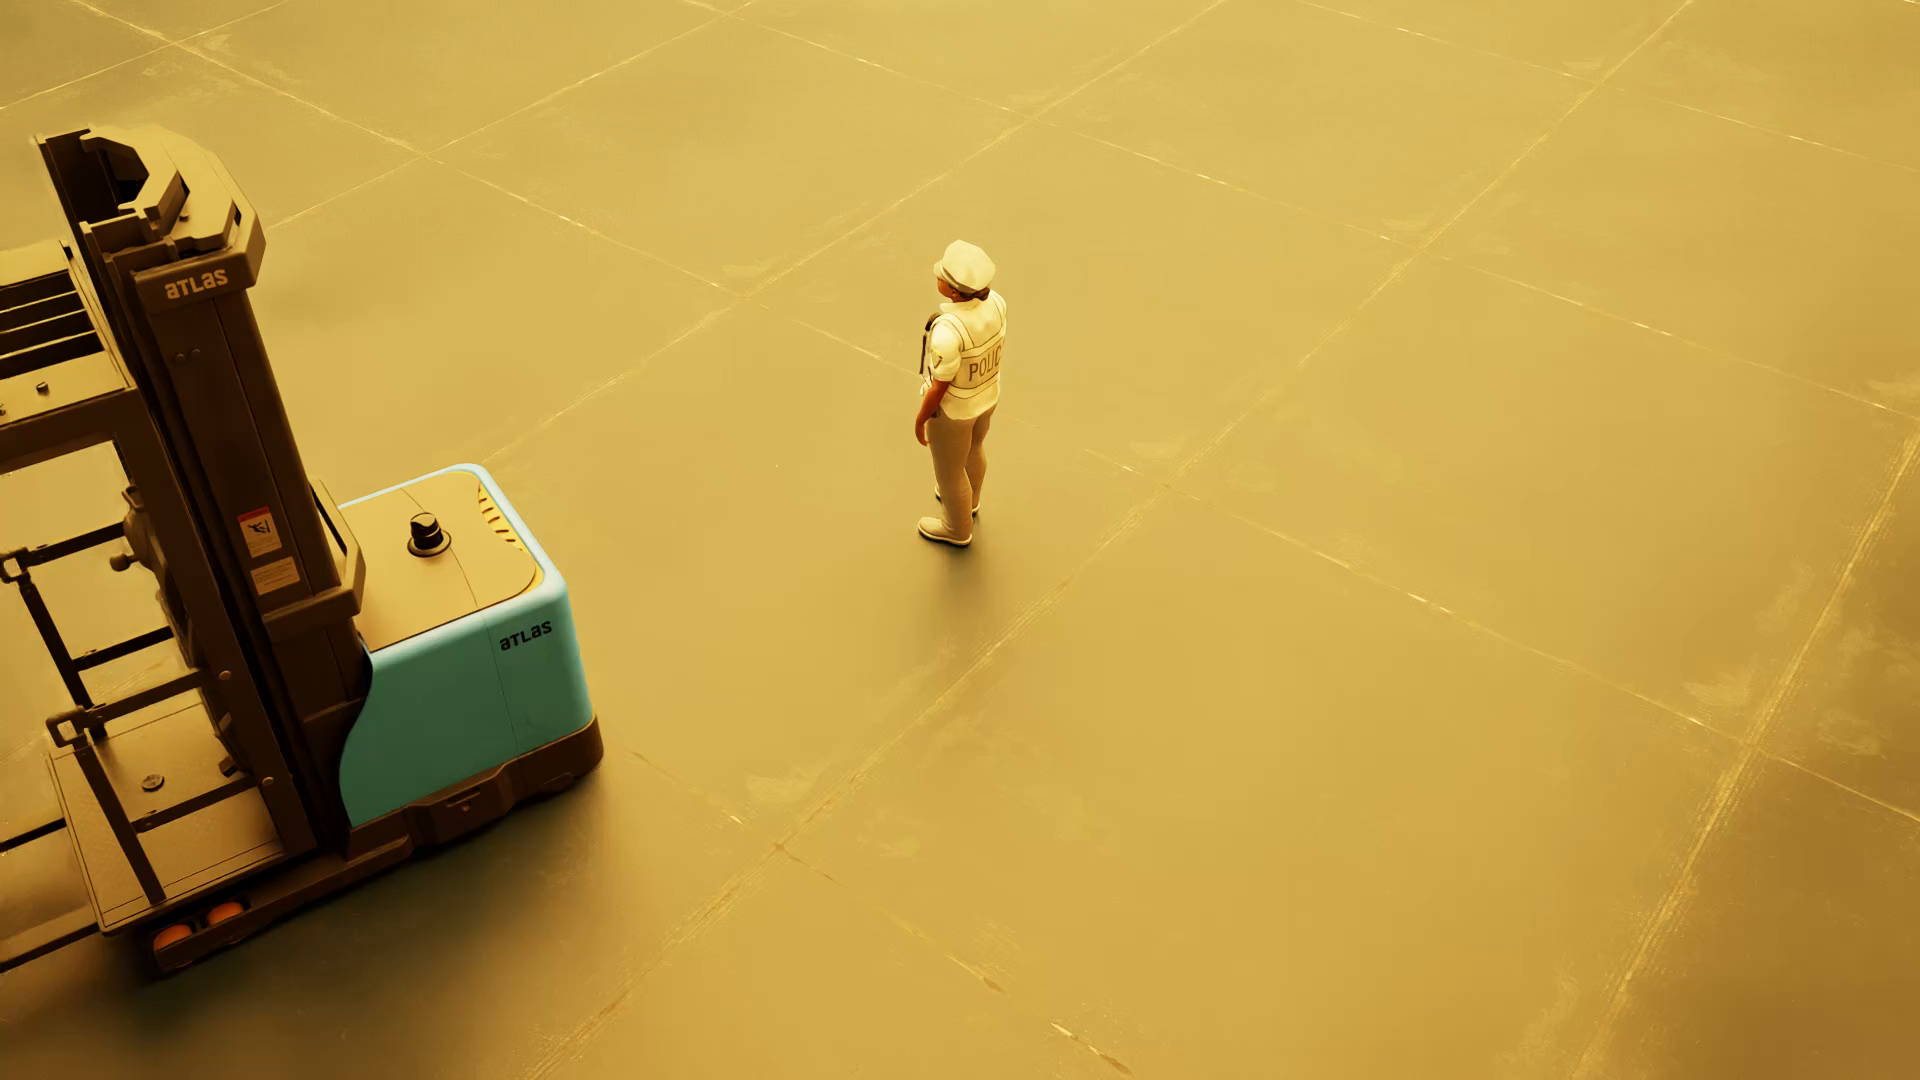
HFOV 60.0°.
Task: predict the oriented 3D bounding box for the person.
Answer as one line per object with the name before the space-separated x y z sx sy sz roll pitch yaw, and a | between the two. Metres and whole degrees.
person | -0.048 -0.690 7.825 0.528 1.697 0.570 26 47 28

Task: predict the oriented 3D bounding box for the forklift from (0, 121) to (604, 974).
forklift | -3.044 0.136 5.915 3.031 2.935 1.130 -23 46 -25
